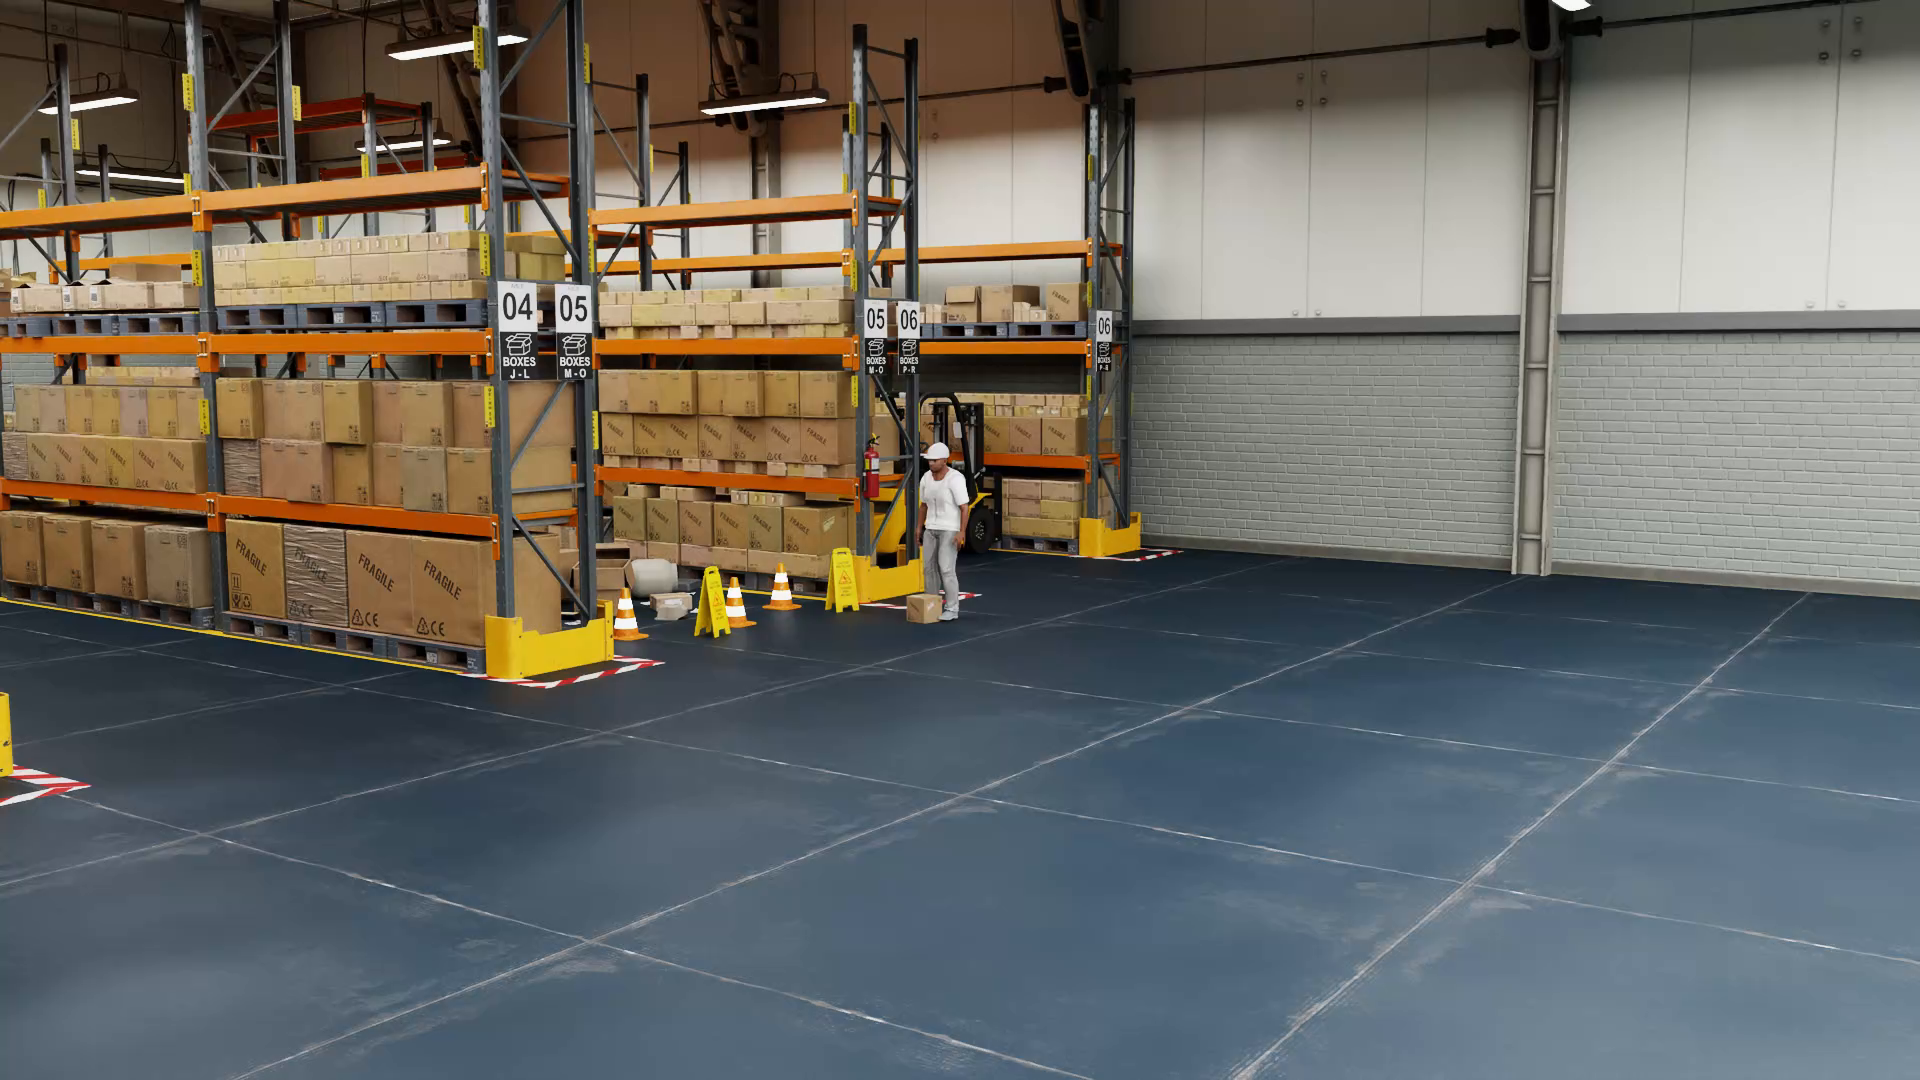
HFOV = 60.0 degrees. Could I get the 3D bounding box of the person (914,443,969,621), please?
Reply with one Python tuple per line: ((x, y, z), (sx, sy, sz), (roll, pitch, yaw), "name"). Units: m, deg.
((-0.192, -0.088, 16.505), (0.635, 1.760, 0.457), (6, 8, 42), "person")
